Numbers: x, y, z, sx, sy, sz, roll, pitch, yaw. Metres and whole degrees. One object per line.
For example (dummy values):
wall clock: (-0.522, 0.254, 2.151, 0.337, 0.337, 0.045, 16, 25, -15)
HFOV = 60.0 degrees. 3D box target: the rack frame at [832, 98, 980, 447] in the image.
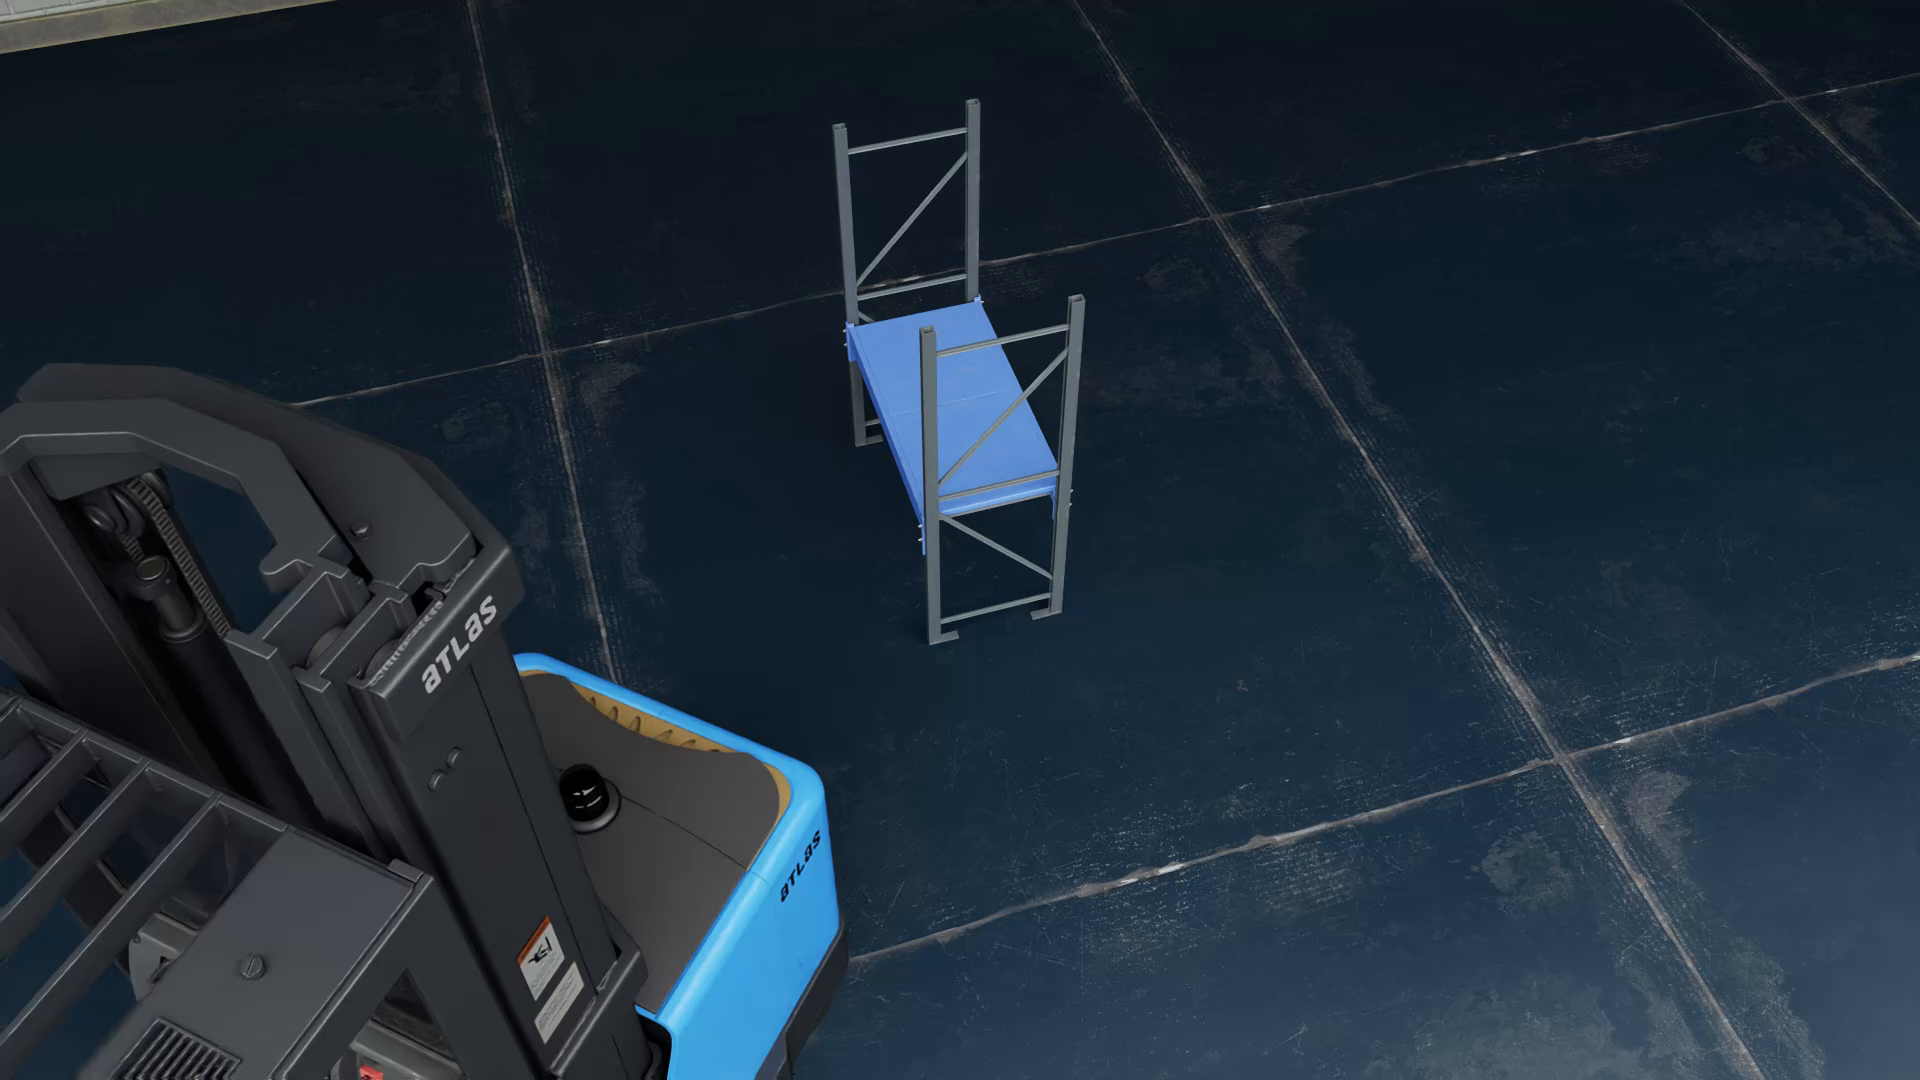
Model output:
rack frame: (-0.176, -0.917, 6.042, 0.500, 1.500, 0.032, -13, 51, -11)

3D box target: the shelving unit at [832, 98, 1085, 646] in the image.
shelving unit: (-0.025, -0.546, 5.729, 0.538, 1.500, 1.048, -13, 51, -11)

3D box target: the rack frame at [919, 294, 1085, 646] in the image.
rack frame: (0.125, -0.174, 5.416, 0.500, 1.500, 0.032, -13, 51, -11)

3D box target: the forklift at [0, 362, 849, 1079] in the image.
forklift: (-1.429, 1.213, 3.310, 1.130, 2.935, 3.031, 20, 53, 16)

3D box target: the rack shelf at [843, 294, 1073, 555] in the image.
rack shelf: (-0.025, -0.430, 5.867, 0.538, 0.185, 1.000, -13, 51, -11)
